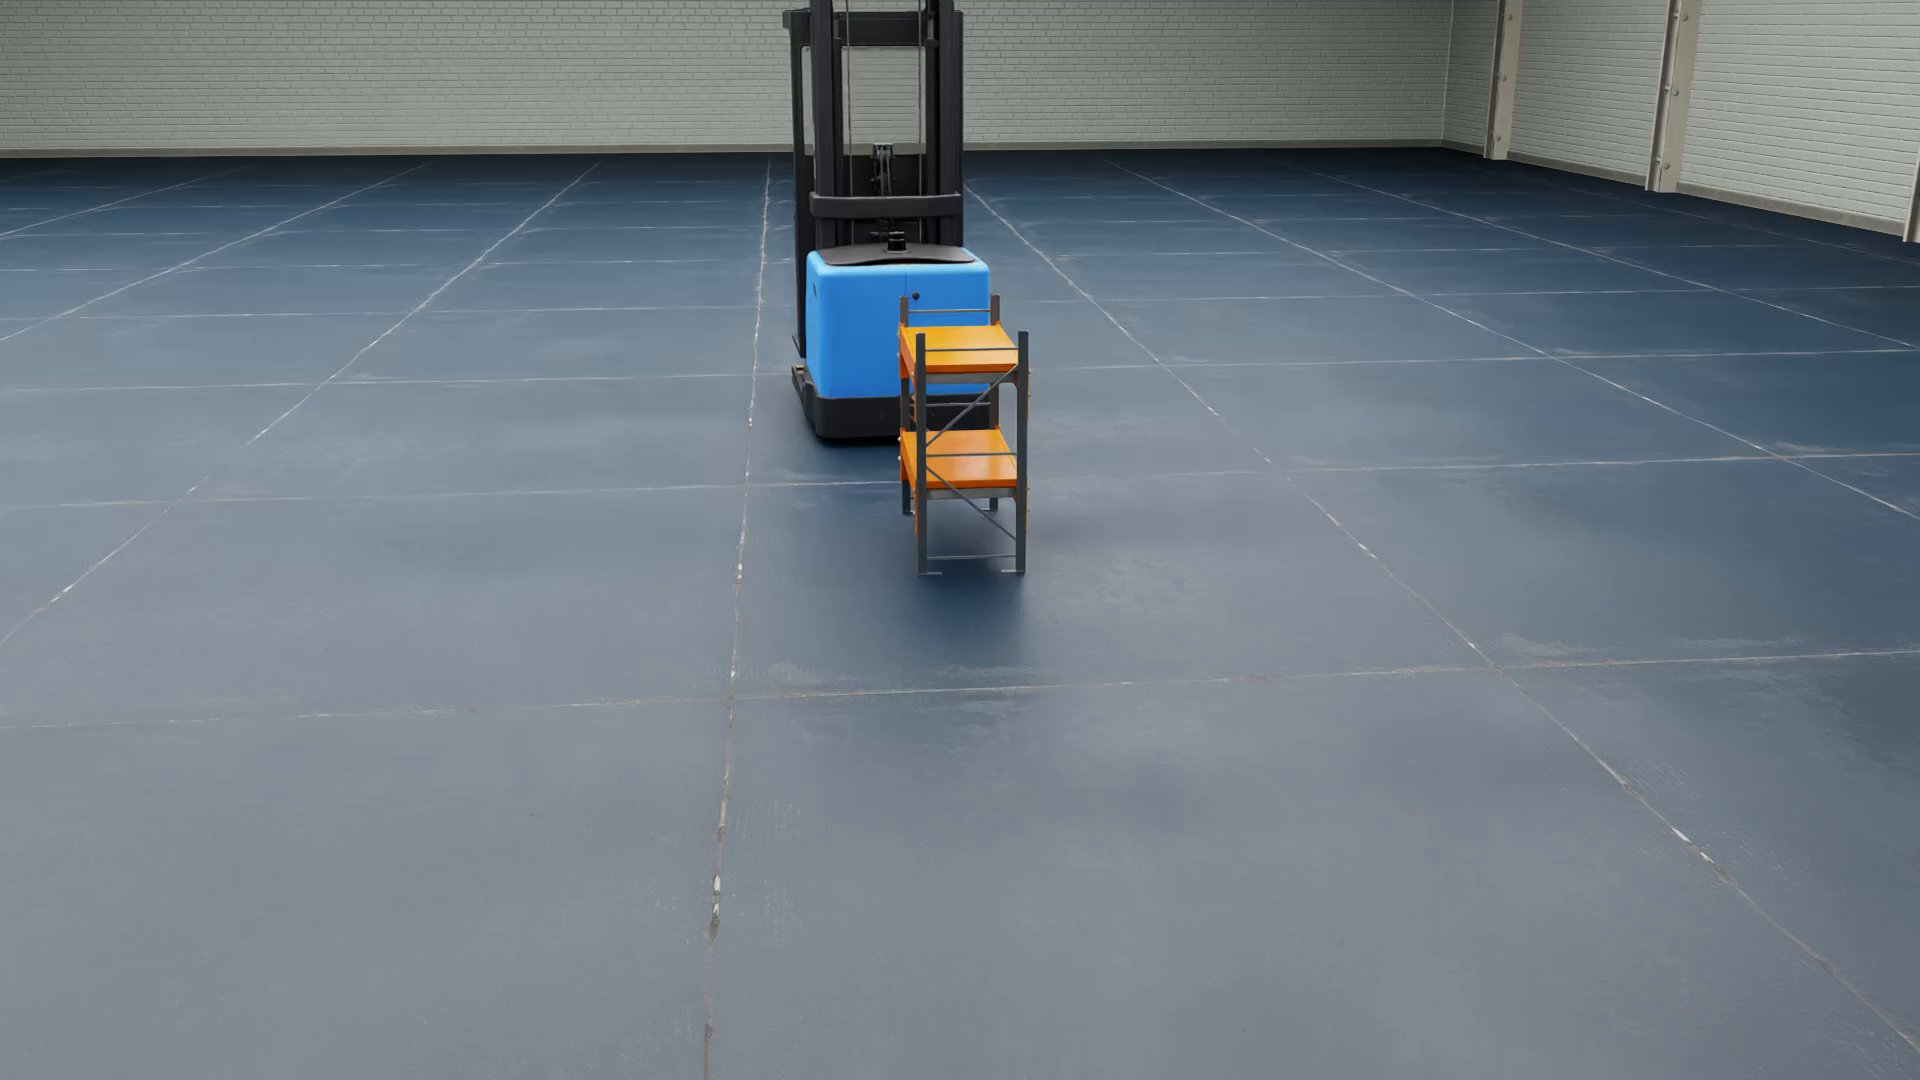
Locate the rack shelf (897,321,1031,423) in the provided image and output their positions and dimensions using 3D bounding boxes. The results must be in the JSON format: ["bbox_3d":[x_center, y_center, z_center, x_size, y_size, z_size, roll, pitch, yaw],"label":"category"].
[{"bbox_3d":[0.001,-0.814,7.915,0.538,0.278,1.000,-2,18,-6],"label":"rack shelf"}]

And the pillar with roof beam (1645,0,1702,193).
[{"bbox_3d":[6.113,-9.332,22.878,9.100,9.000,0.400,-2,18,-6],"label":"pillar with roof beam"}]

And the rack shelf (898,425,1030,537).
[{"bbox_3d":[0.001,-0.301,8.075,0.538,0.278,1.000,-2,18,-6],"label":"rack shelf"}]

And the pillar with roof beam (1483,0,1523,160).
[{"bbox_3d":[5.494,-11.119,28.572,9.100,9.000,0.400,-2,18,-6],"label":"pillar with roof beam"}]

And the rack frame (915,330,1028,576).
[{"bbox_3d":[0.053,-0.383,7.520,0.500,1.125,0.032,-2,18,-6],"label":"rack frame"}]

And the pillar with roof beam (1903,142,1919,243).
[{"bbox_3d":[6.732,-7.544,17.184,9.100,9.000,0.400,-2,18,-6],"label":"pillar with roof beam"}]

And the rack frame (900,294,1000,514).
[{"bbox_3d":[-0.052,-0.686,8.485,0.500,1.125,0.032,-2,18,-6],"label":"rack frame"}]

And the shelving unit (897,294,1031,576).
[{"bbox_3d":[0.001,-0.535,8.002,0.538,1.125,1.048,-2,18,-6],"label":"shelving unit"}]

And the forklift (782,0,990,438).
[{"bbox_3d":[-0.563,-2.402,10.934,1.130,2.935,3.031,-3,18,-9],"label":"forklift"}]
